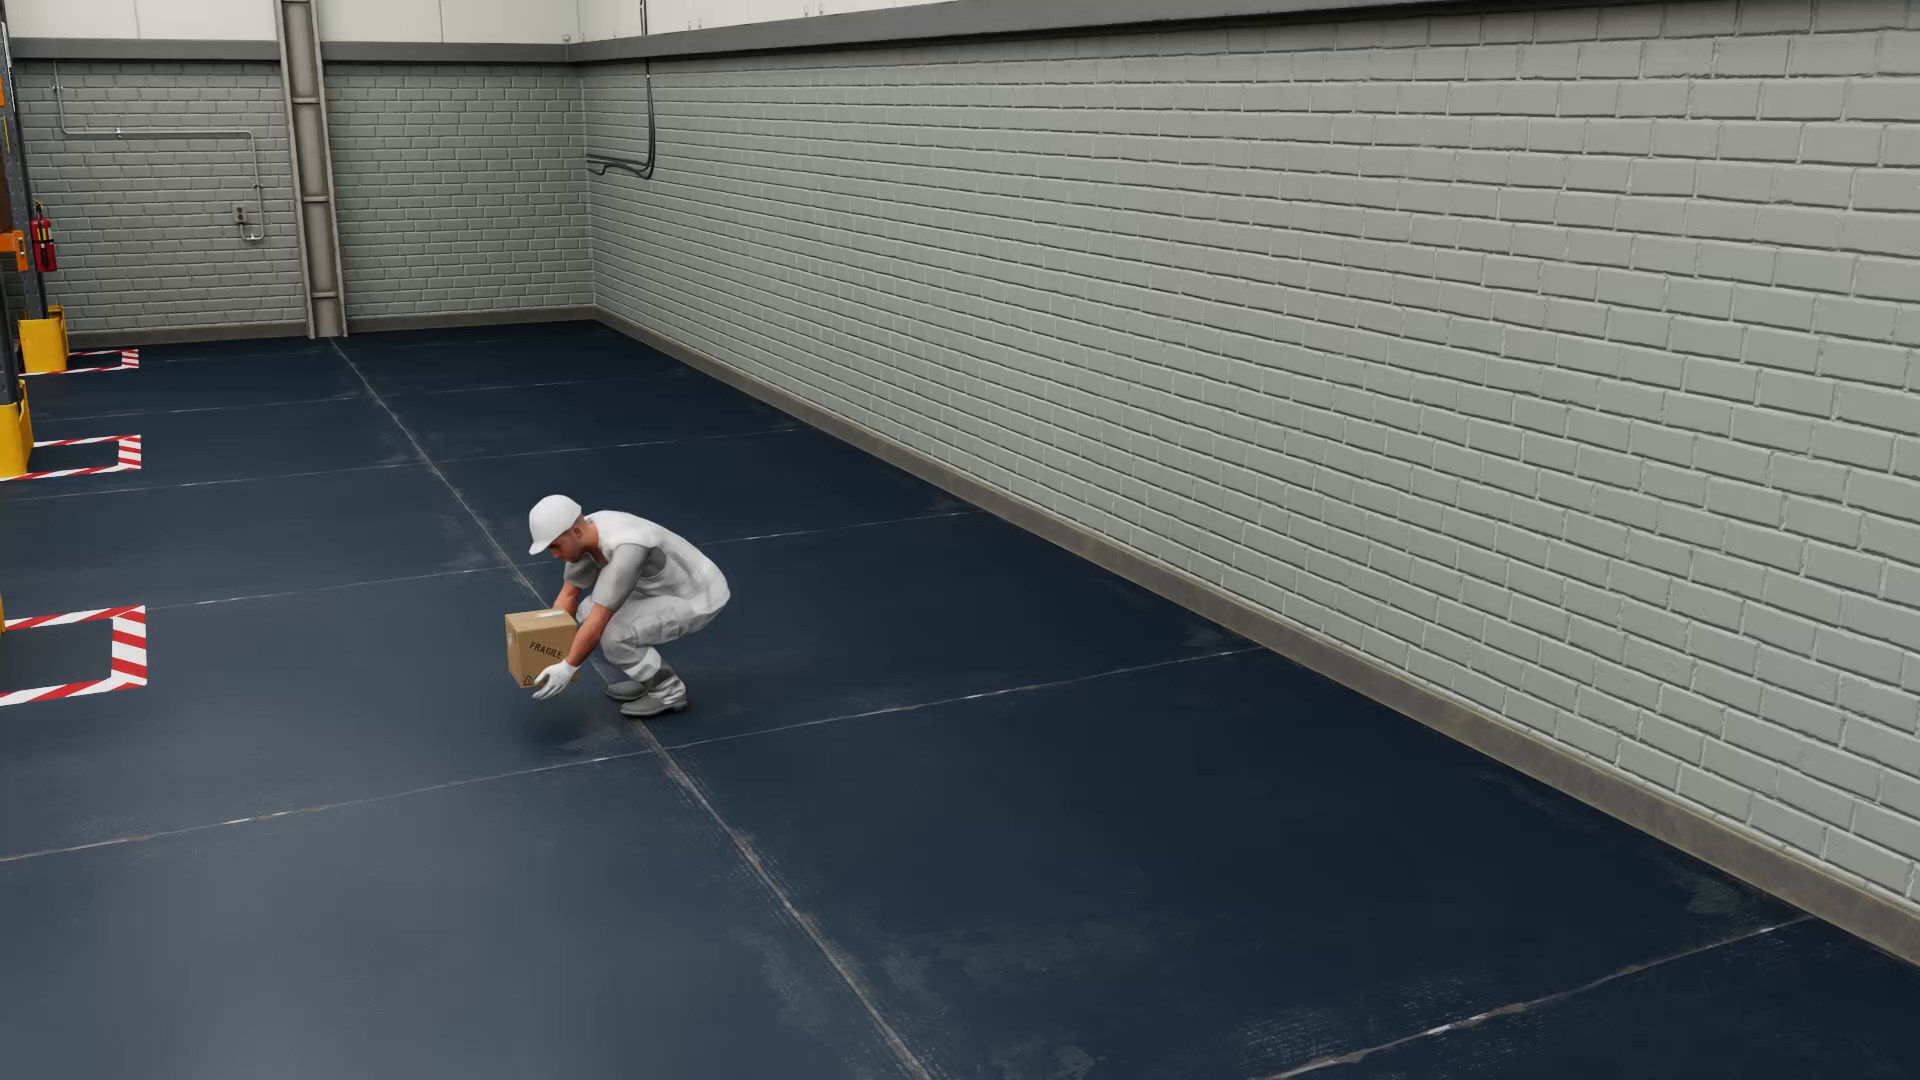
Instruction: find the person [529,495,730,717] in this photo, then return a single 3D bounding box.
[{"bbox_3d":[-1.422,0.256,7.067,0.895,0.993,0.568,-7,17,-25],"label":"person"}]
